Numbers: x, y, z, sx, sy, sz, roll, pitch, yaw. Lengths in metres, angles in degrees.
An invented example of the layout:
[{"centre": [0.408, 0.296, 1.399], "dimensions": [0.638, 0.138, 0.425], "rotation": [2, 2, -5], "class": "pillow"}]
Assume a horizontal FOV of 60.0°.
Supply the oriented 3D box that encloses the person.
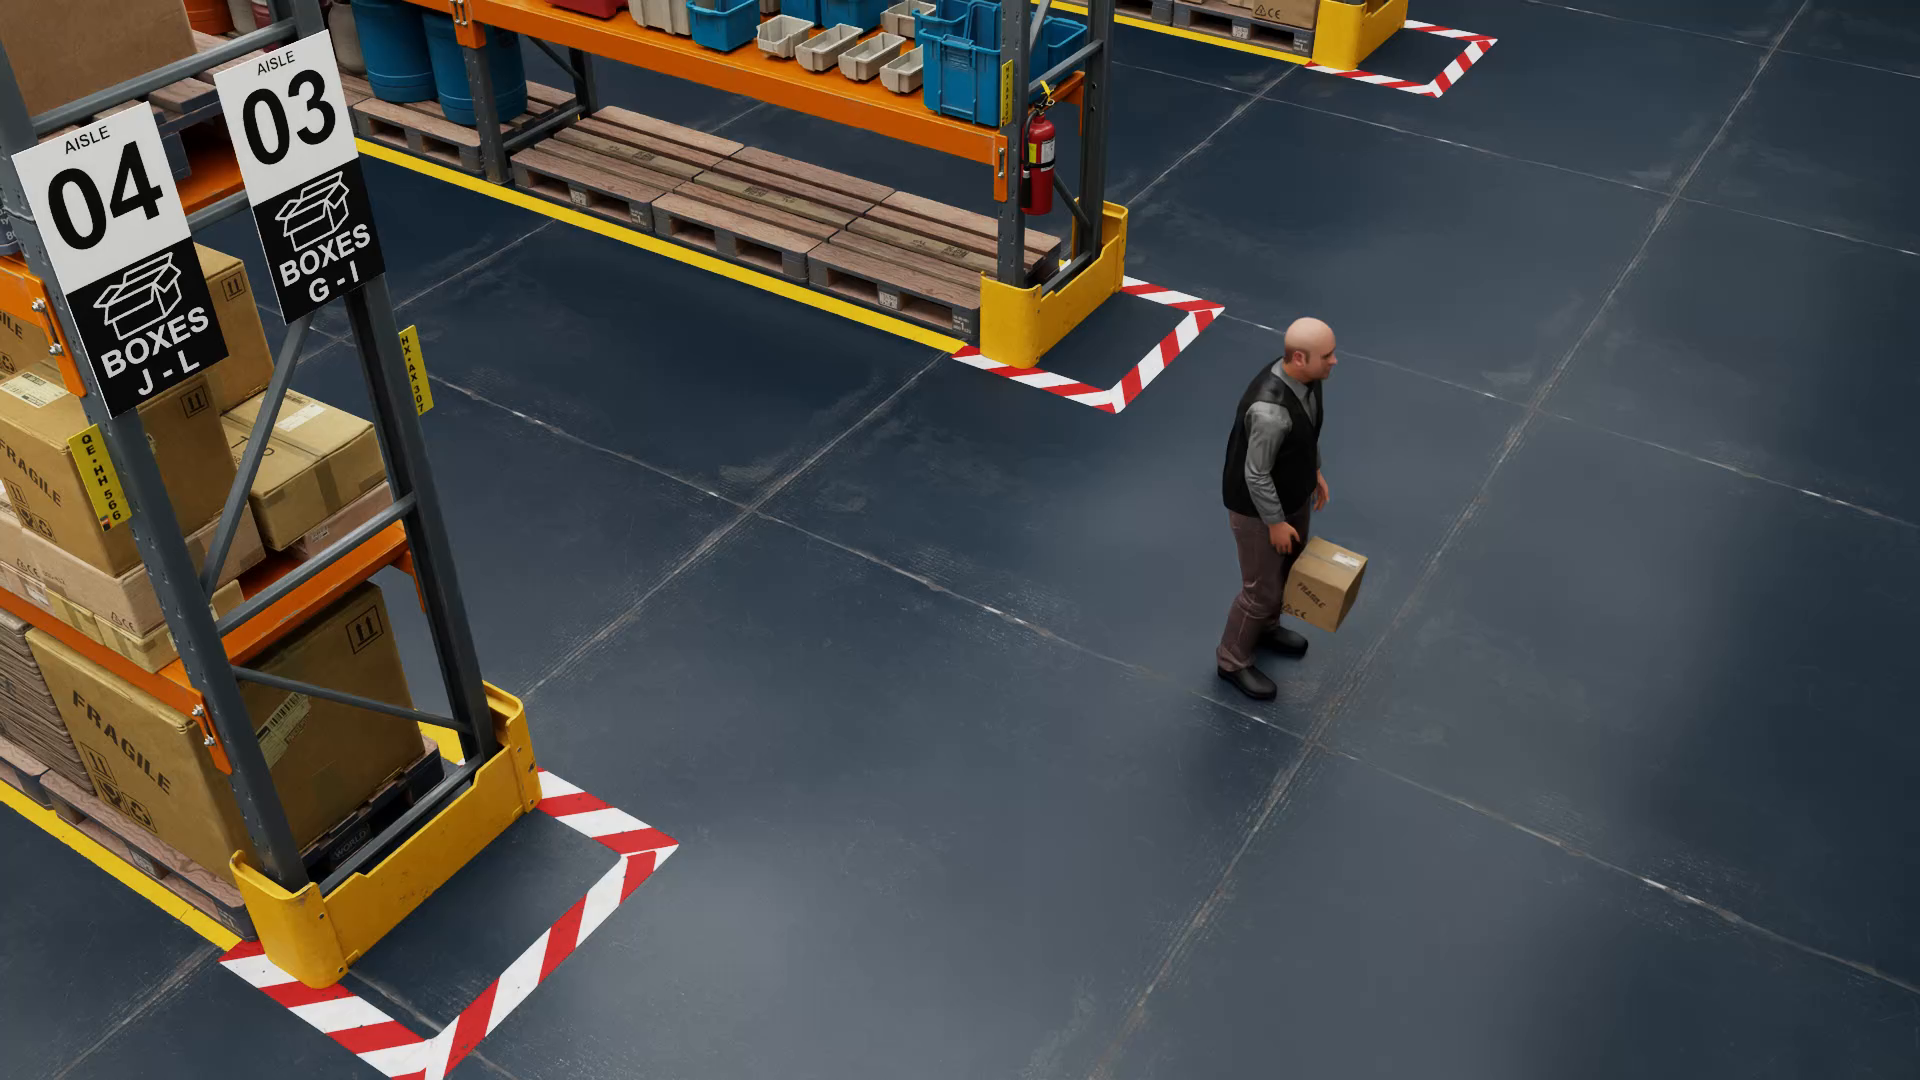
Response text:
[{"centre": [1.307, -0.171, 6.918], "dimensions": [0.425, 1.719, 0.581], "rotation": [19, 42, 23], "class": "person"}]
